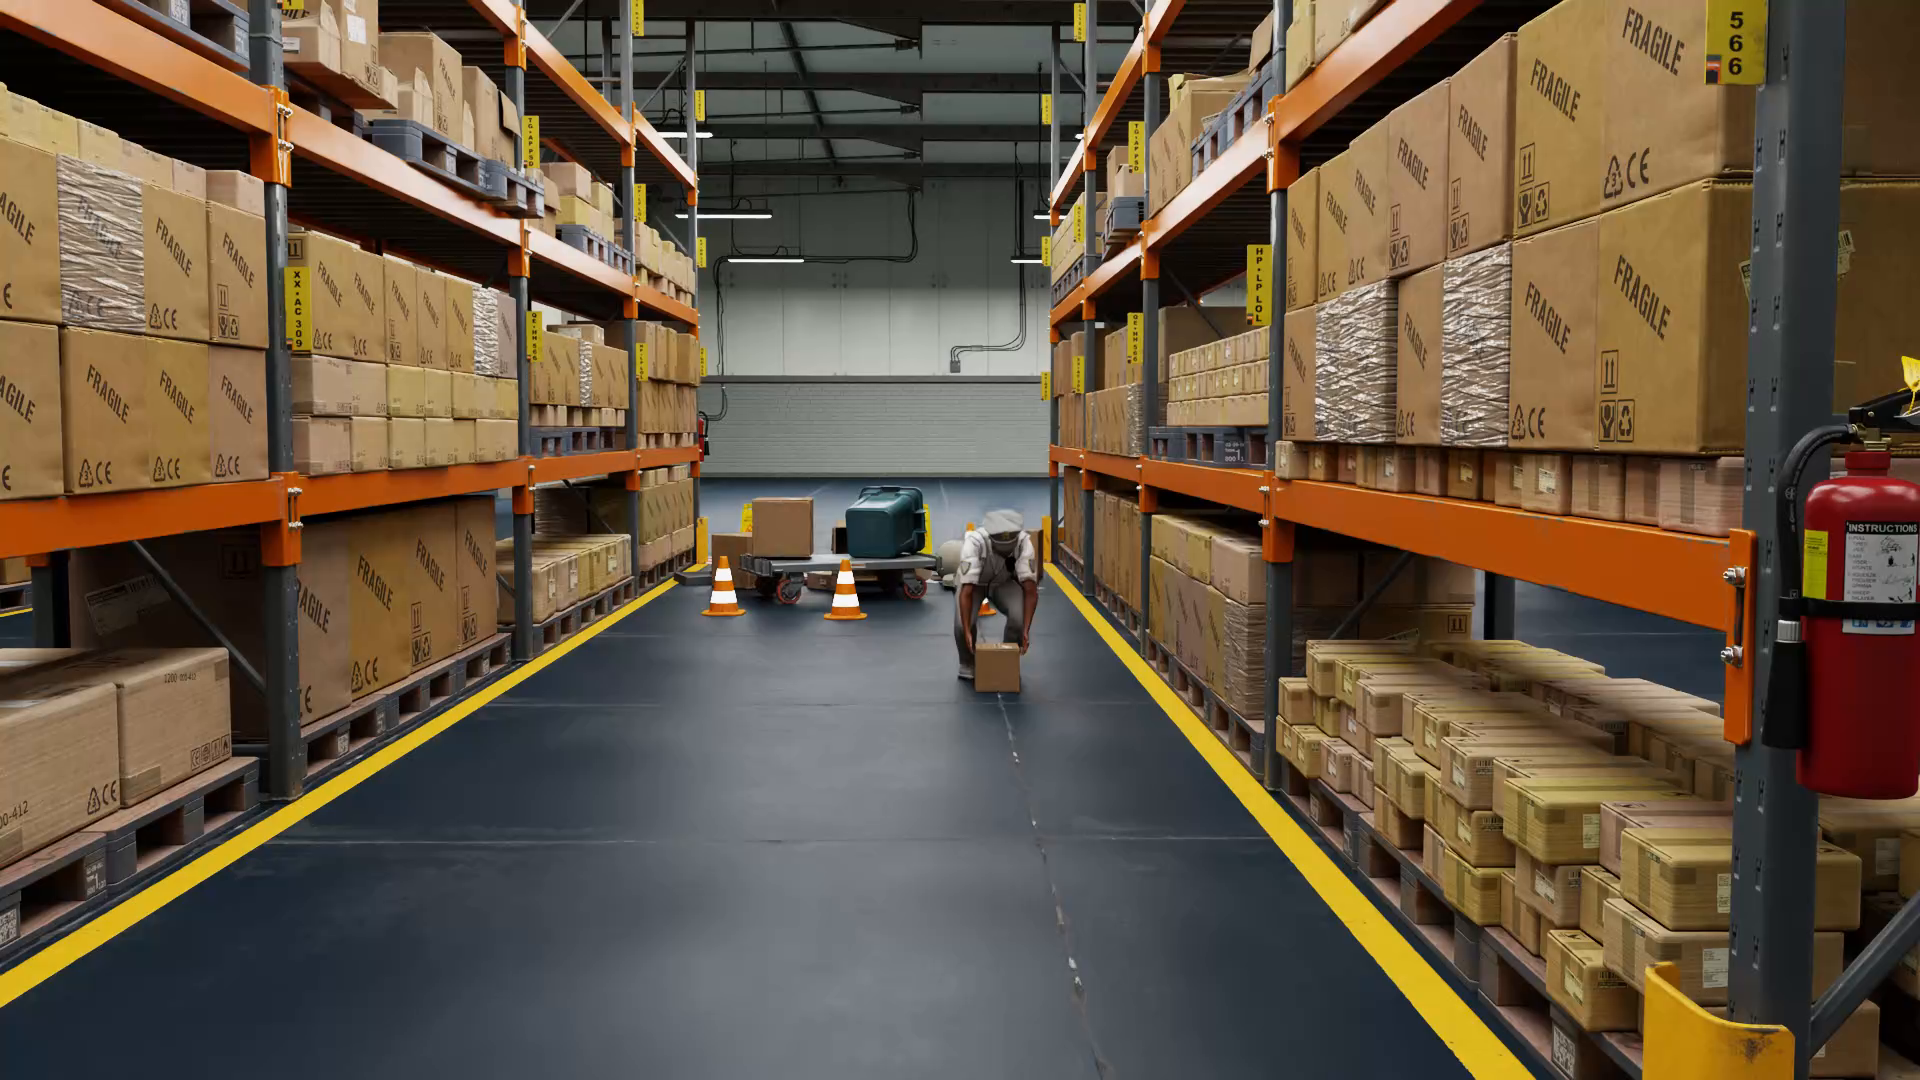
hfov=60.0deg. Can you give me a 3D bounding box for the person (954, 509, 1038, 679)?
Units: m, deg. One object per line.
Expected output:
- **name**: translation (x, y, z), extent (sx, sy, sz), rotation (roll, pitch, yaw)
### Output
- **person**: translation (0.208, 0.323, 9.922), extent (0.493, 1.034, 0.845), rotation (0, 4, -2)
